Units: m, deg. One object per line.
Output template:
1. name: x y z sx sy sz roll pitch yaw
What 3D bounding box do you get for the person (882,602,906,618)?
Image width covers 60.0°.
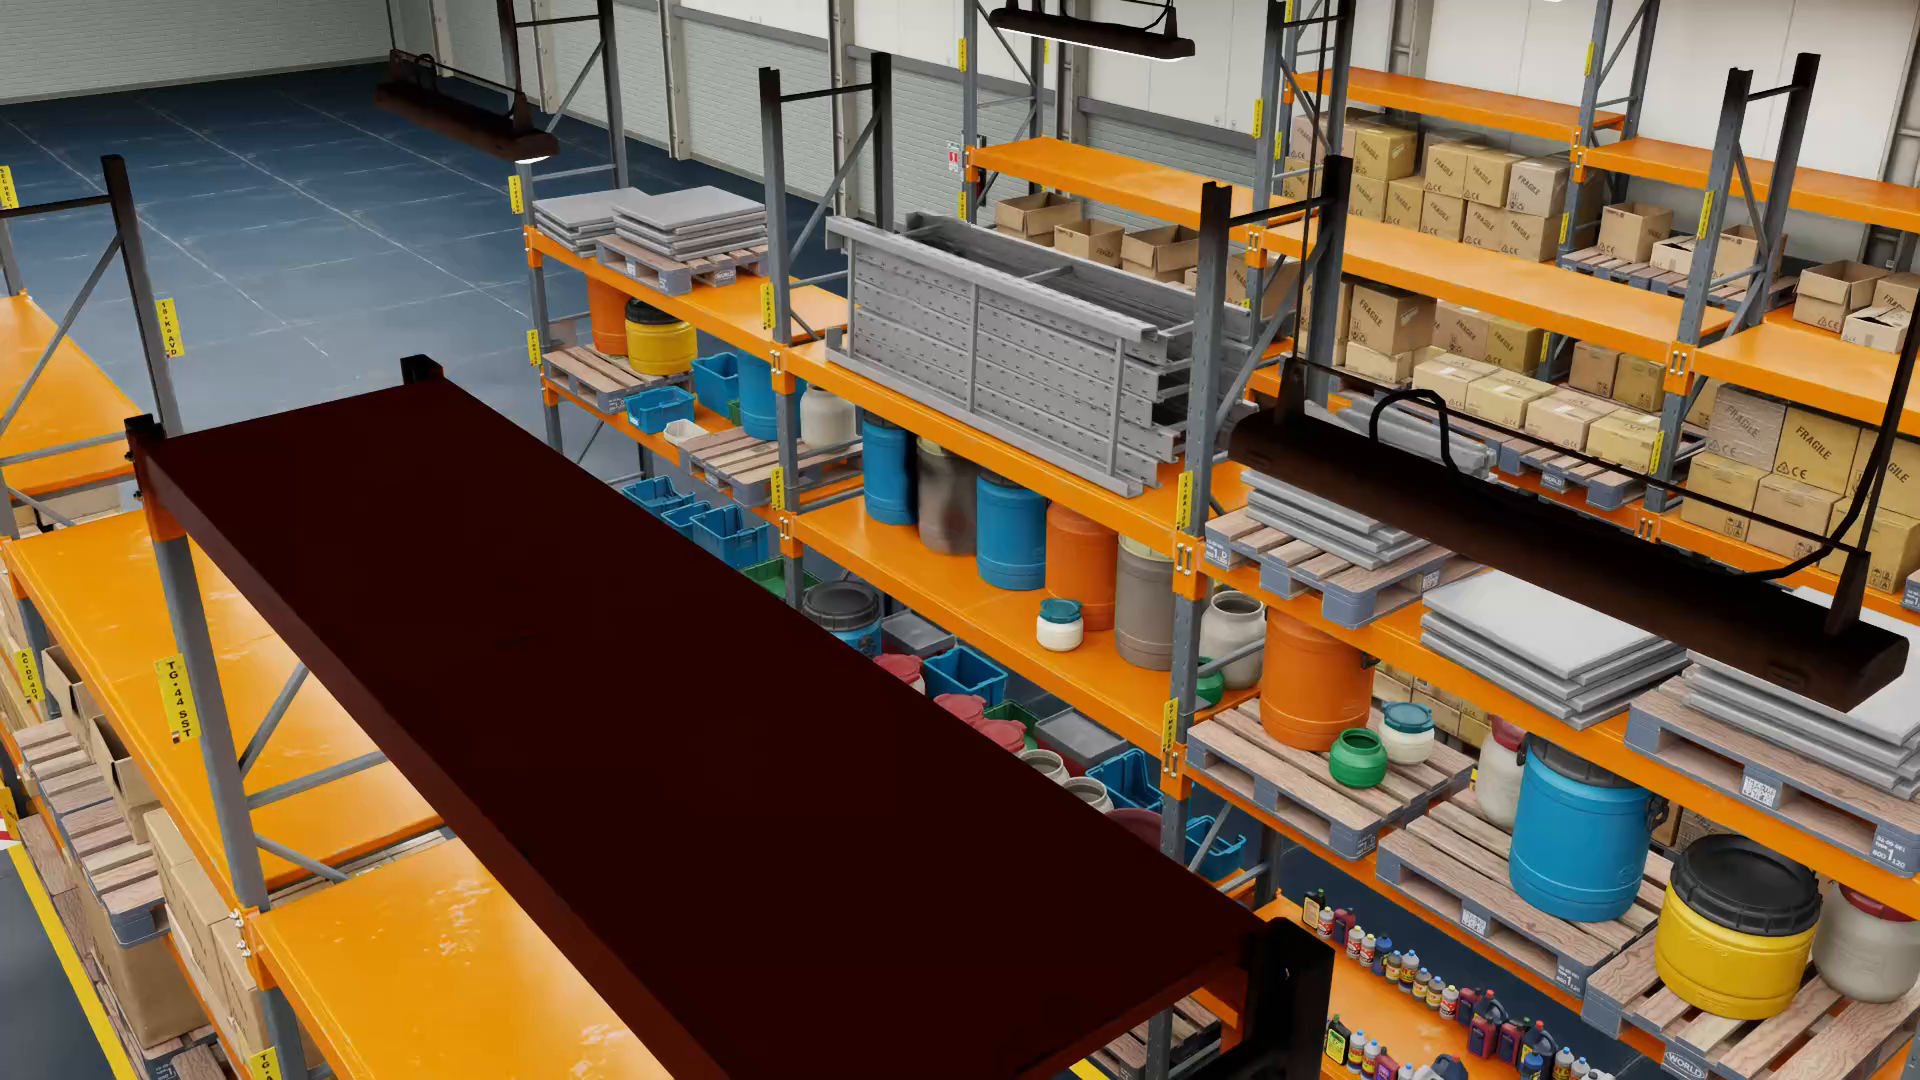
1. person: -0.438 0.448 15.450 0.940 1.663 0.599 14 29 27
